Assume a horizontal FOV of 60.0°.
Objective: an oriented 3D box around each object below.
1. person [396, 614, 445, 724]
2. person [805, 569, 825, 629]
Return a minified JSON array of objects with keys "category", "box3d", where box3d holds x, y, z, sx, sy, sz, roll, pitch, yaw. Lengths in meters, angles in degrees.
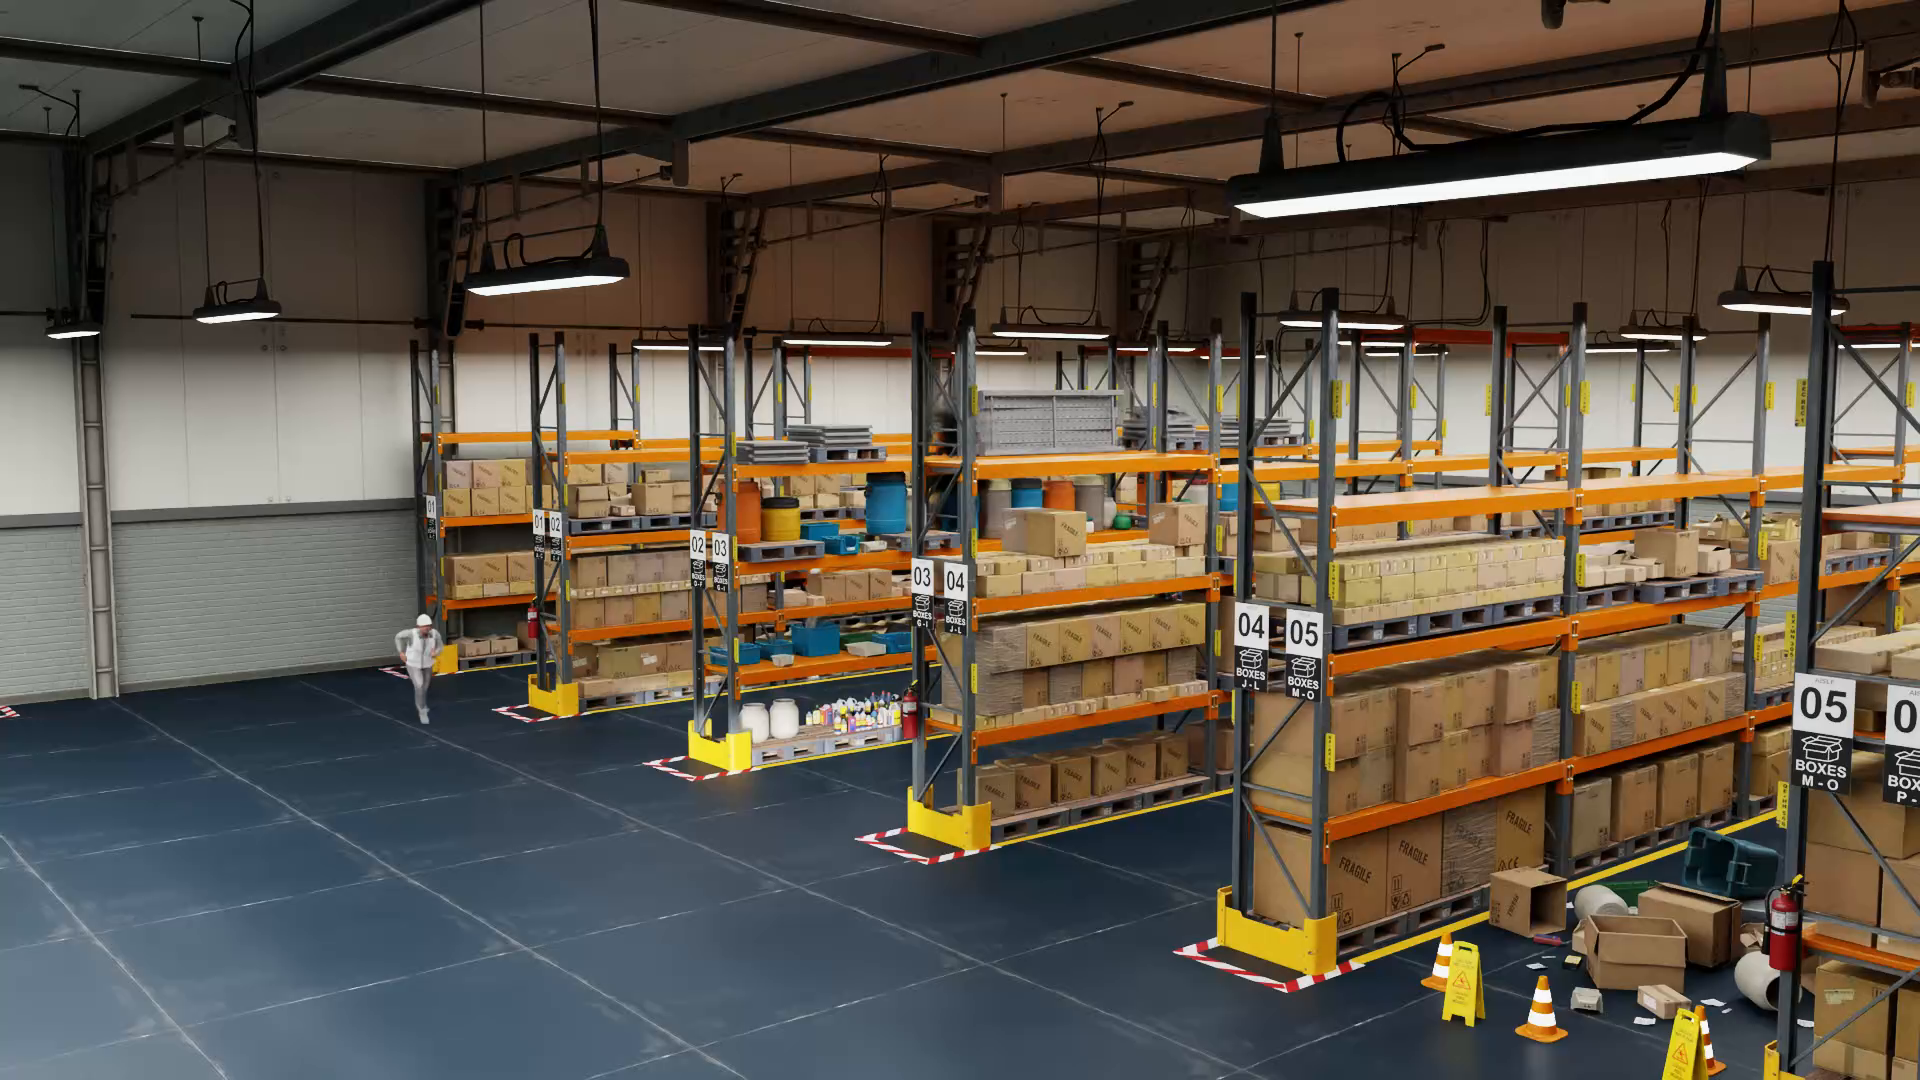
[{"category":"person","box3d":[-8.362,1.972,25.751,0.699,1.736,1.024,-3,6,-27]},{"category":"person","box3d":[-2.700,1.386,31.760,0.714,1.719,0.643,4,7,38]}]
